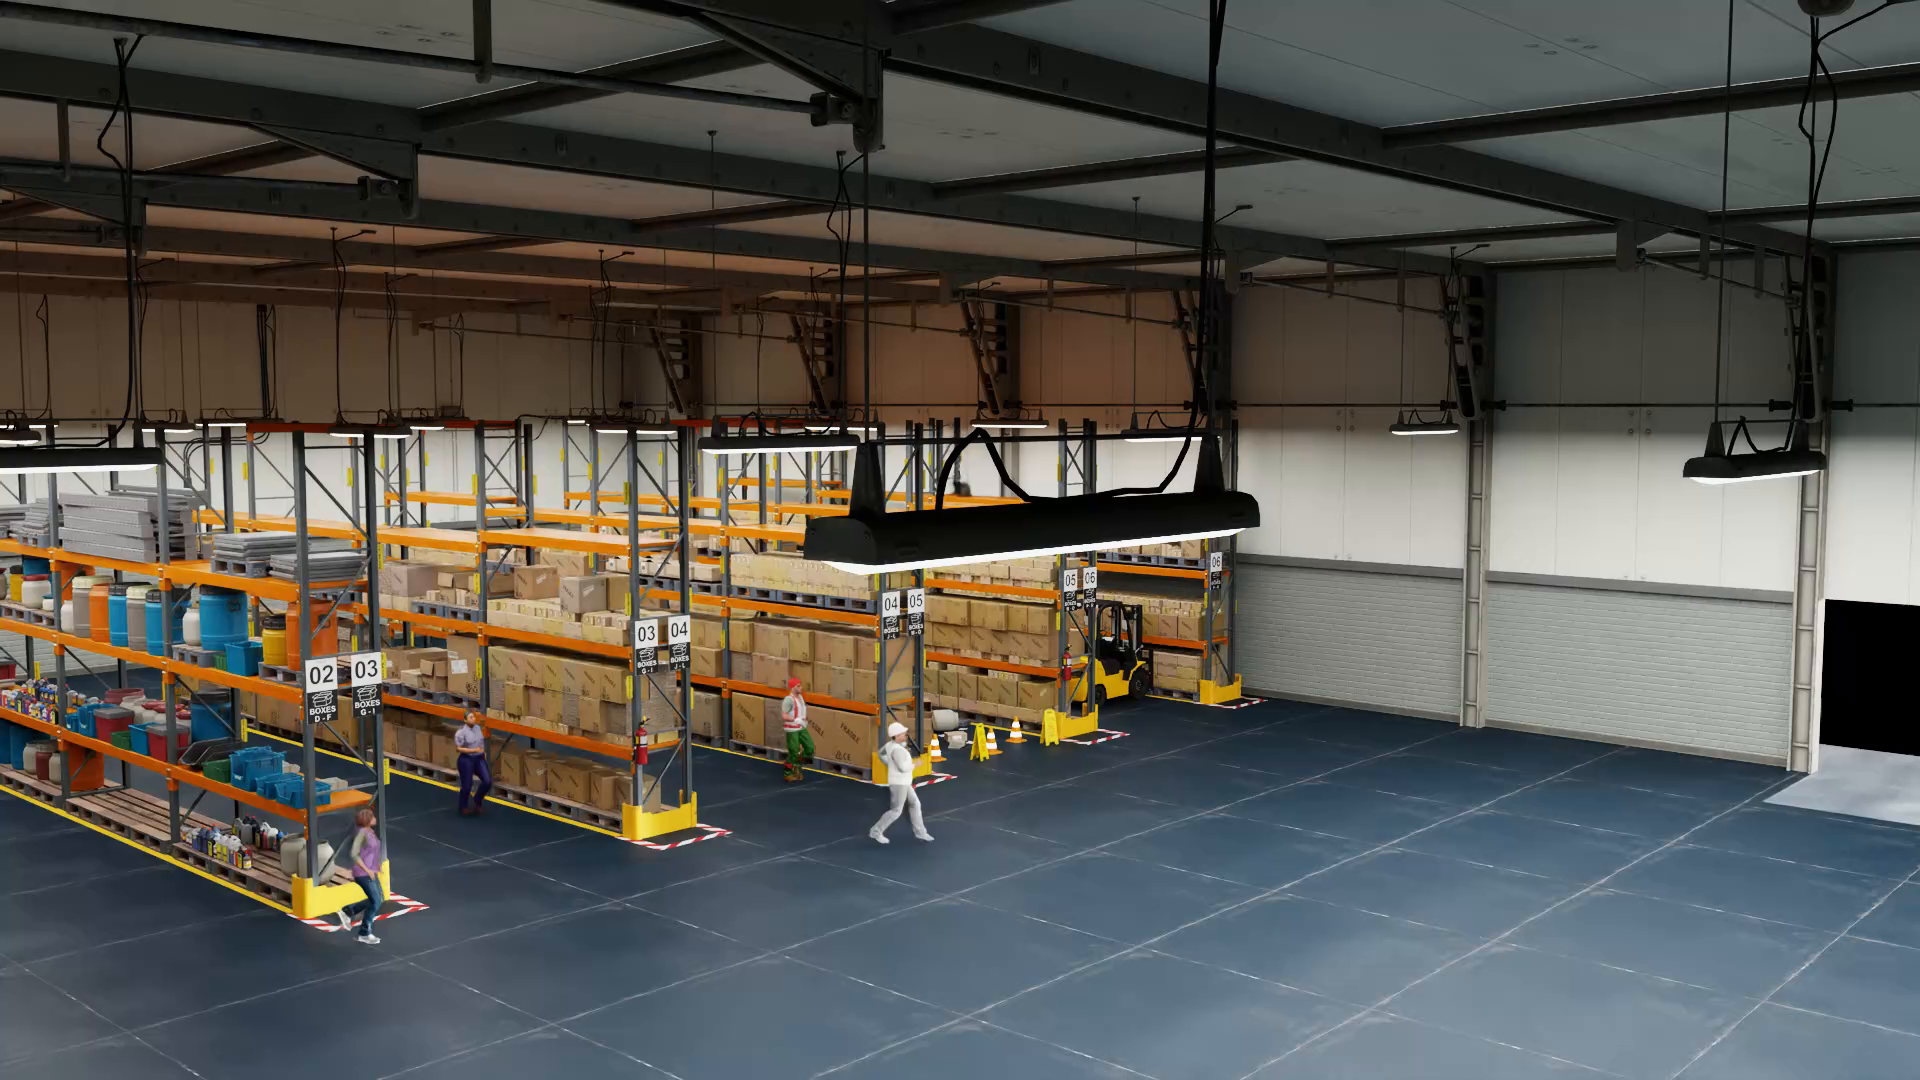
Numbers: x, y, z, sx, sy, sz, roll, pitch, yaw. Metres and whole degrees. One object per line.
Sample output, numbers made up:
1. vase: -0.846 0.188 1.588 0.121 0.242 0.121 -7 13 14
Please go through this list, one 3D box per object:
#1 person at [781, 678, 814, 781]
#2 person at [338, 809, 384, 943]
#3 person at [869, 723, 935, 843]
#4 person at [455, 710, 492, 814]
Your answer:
1. person: -2.714 3.175 27.777 0.624 1.751 0.657 3 6 33
2. person: -7.094 3.966 19.699 0.525 1.551 0.585 0 5 -4
3. person: -0.834 3.490 23.871 0.963 1.770 0.664 -1 5 -6
4. person: -7.482 3.426 25.543 0.643 1.629 0.579 4 6 40
